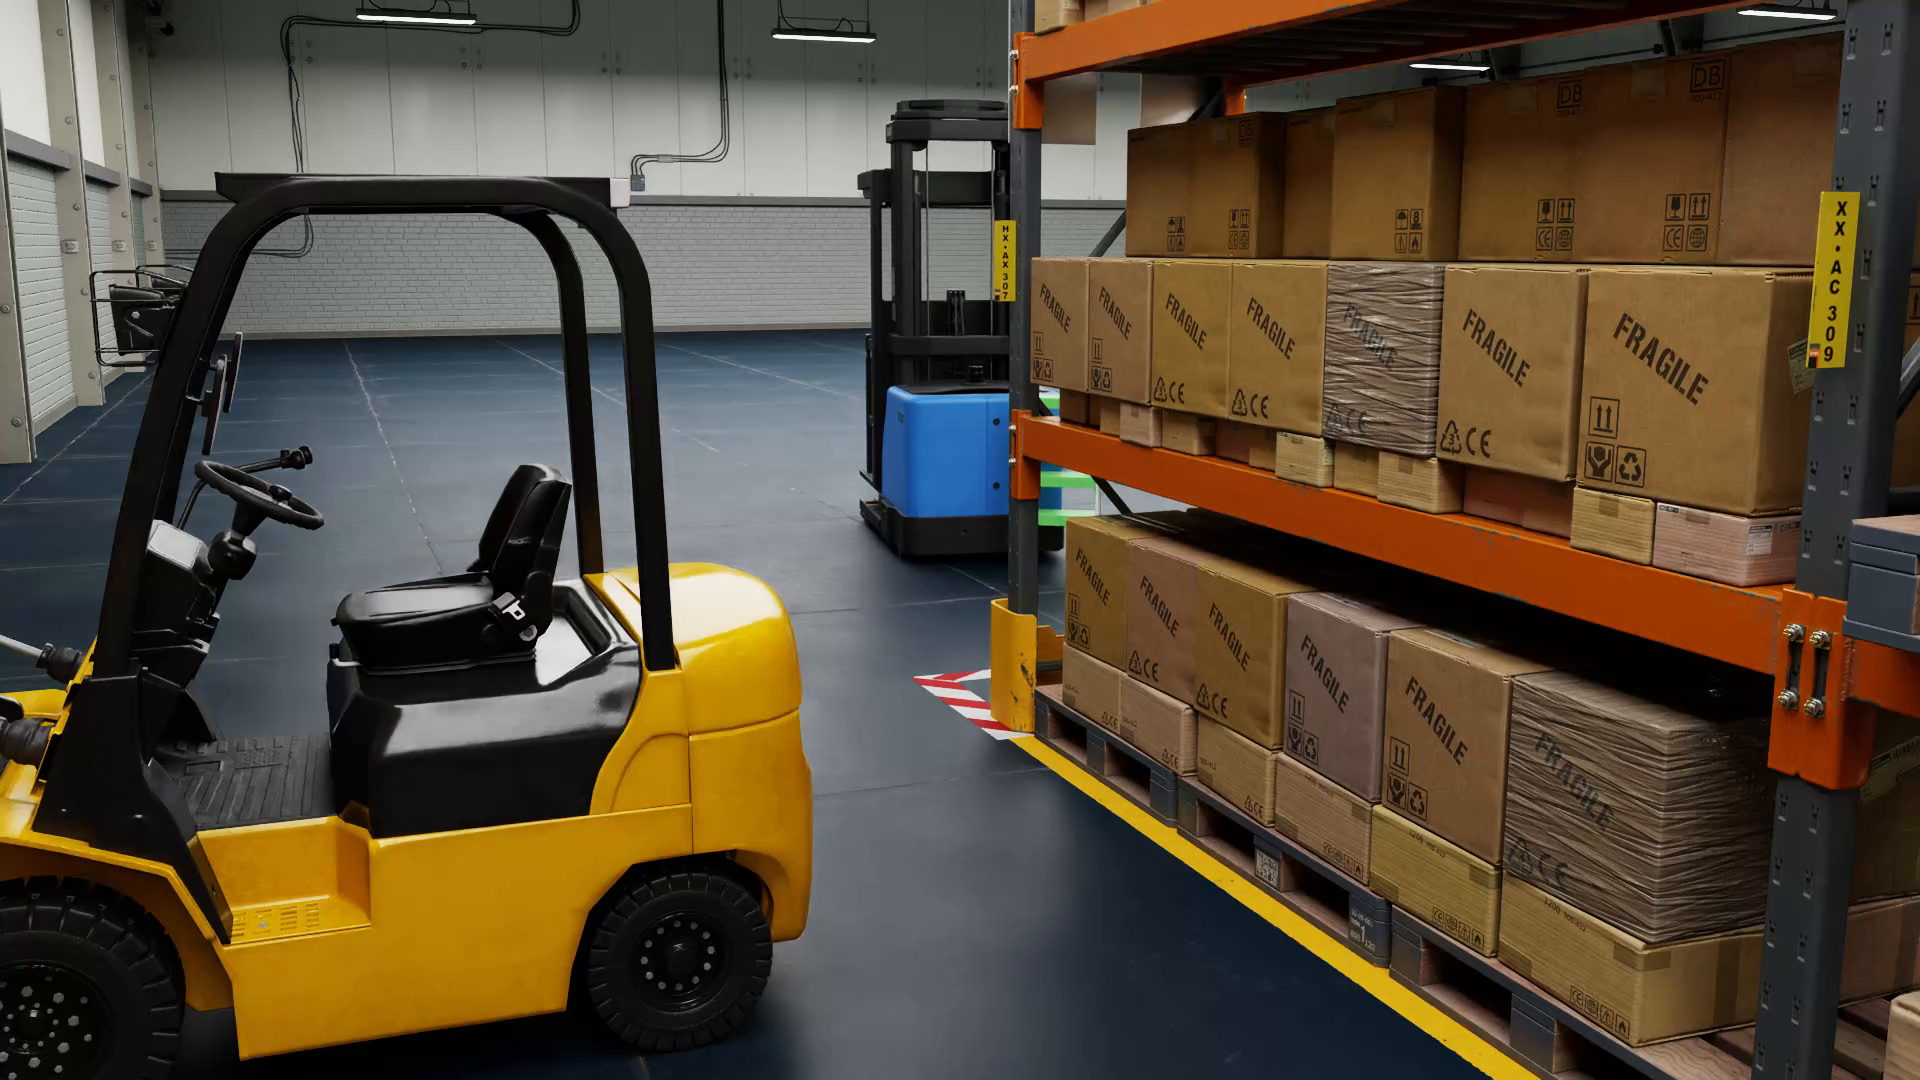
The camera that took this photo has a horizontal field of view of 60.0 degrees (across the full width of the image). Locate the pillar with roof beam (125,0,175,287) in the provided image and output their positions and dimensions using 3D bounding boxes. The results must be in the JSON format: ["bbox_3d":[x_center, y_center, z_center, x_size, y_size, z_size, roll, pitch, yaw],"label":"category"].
[{"bbox_3d":[-11.379,-8.386,32.869,9.100,9.000,0.548,-4,11,-21],"label":"pillar with roof beam"}]

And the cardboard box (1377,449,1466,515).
[{"bbox_3d":[1.370,-0.171,4.533,0.380,0.149,0.250,-4,11,-22],"label":"cardboard box"}]

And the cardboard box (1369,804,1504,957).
[{"bbox_3d":[1.475,0.885,4.529,0.500,0.250,0.500,-4,11,-22],"label":"cardboard box"}]

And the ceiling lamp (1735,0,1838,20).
[{"bbox_3d":[14.046,-10.553,28.385,2.000,3.185,0.800,-4,11,-21],"label":"ceiling lamp"}]

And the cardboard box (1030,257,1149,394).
[{"bbox_3d":[0.606,-0.849,6.496,0.500,0.500,0.500,-4,11,-22],"label":"cardboard box"}]

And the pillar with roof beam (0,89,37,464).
[{"bbox_3d":[-4.856,-5.448,16.352,9.100,9.000,0.400,-4,11,-21],"label":"pillar with roof beam"}]

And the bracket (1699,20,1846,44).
[{"bbox_3d":[16.895,-10.394,33.879,0.076,0.066,4.783,-4,11,-21],"label":"bracket"}]

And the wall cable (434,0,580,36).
[{"bbox_3d":[-9.821,-12.243,36.009,3.097,2.526,0.112,-4,11,-21],"label":"wall cable"}]

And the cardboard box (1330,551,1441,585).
[{"bbox_3d":[1.594,0.311,5.617,0.500,0.500,0.500,-4,11,-22],"label":"cardboard box"}]

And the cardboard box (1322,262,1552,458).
[{"bbox_3d":[1.364,-0.516,4.622,0.500,0.500,0.500,-4,11,-19],"label":"cardboard box"}]

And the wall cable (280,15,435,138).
[{"bbox_3d":[-12.705,-9.807,35.303,3.097,2.526,0.112,-4,11,-21],"label":"wall cable"}]

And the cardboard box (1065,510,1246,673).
[{"bbox_3d":[0.736,0.182,6.342,0.500,0.500,0.500,-4,11,-23],"label":"cardboard box"}]

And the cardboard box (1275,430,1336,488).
[{"bbox_3d":[1.178,-0.254,5.002,0.380,0.149,0.250,-4,11,-20],"label":"cardboard box"}]

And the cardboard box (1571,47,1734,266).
[{"bbox_3d":[2.020,-0.954,4.229,0.700,0.500,0.500,-4,11,-21],"label":"cardboard box"}]

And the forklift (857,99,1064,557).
[{"bbox_3d":[-0.121,-1.550,11.765,1.130,2.935,3.031,-2,10,-11],"label":"forklift"}]

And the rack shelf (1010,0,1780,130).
[{"bbox_3d":[1.417,-1.545,5.029,1.077,0.370,4.000,-4,11,-21],"label":"rack shelf"}]

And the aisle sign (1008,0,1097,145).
[{"bbox_3d":[0.381,-2.019,6.783,0.394,0.787,0.004,-4,11,-21],"label":"aisle sign"}]

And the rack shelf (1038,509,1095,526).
[{"bbox_3d":[0.615,-0.107,10.328,0.480,0.148,0.258,2,10,11],"label":"rack shelf"}]

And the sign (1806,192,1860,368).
[{"bbox_3d":[1.639,-0.486,3.117,0.100,0.325,0.005,-4,11,-21],"label":"sign"}]

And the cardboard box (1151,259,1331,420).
[{"bbox_3d":[0.982,-0.682,5.555,0.500,0.500,0.500,-4,11,-22],"label":"cardboard box"}]

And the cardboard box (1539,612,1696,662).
[{"bbox_3d":[1.975,0.482,4.657,0.500,0.500,0.500,-3,11,-19],"label":"cardboard box"}]

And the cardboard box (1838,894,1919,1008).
[{"bbox_3d":[2.180,0.938,4.236,0.500,0.250,0.500,-4,11,-24],"label":"cardboard box"}]

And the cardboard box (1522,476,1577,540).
[{"bbox_3d":[1.623,-0.093,4.096,0.380,0.149,0.250,-4,11,-21],"label":"cardboard box"}]

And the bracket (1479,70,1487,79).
[{"bbox_3d":[13.486,-11.929,42.510,0.235,0.232,0.430,-4,11,-21],"label":"bracket"}]

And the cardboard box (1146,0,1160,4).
[{"bbox_3d":[0.865,-1.906,5.721,0.380,0.149,0.250,-4,11,-21],"label":"cardboard box"}]

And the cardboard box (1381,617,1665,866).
[{"bbox_3d":[1.491,0.520,4.445,0.500,0.500,0.500,-4,11,-20],"label":"cardboard box"}]

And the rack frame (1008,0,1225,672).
[{"bbox_3d":[0.692,-0.749,7.064,1.000,3.000,0.127,-4,11,-21],"label":"rack frame"}]

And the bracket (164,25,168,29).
[{"bbox_3d":[-15.856,-10.266,33.158,0.076,0.066,3.189,-4,11,-21],"label":"bracket"}]

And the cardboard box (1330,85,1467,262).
[{"bbox_3d":[1.590,-1.117,5.145,0.700,0.500,0.500,-4,11,-21],"label":"cardboard box"}]

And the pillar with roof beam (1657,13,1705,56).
[{"bbox_3d":[12.129,-8.859,35.530,9.100,9.000,0.548,-4,11,-21],"label":"pillar with roof beam"}]

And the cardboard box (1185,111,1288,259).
[{"bbox_3d":[1.257,-1.284,6.084,0.700,0.500,0.500,-4,11,-20],"label":"cardboard box"}]

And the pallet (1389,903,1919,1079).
[{"bbox_3d":[1.866,1.170,4.242,1.003,0.211,1.213,-4,11,-21],"label":"pallet"}]

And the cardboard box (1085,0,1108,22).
[{"bbox_3d":[0.689,-1.990,6.194,0.380,0.149,0.250,-4,11,-23],"label":"cardboard box"}]

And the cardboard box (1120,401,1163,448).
[{"bbox_3d":[0.797,-0.423,5.952,0.380,0.149,0.250,-4,11,-20],"label":"cardboard box"}]

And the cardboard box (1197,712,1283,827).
[{"bbox_3d":[1.114,0.720,5.462,0.500,0.250,0.500,-3,11,-17],"label":"cardboard box"}]

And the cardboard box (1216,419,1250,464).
[{"bbox_3d":[1.074,-0.344,5.506,0.380,0.149,0.250,-4,11,-19],"label":"cardboard box"}]

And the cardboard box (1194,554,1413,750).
[{"bbox_3d":[1.104,0.350,5.401,0.500,0.500,0.500,-4,11,-20],"label":"cardboard box"}]

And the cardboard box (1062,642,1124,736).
[{"bbox_3d":[0.727,0.547,6.429,0.500,0.250,0.500,-4,11,-21],"label":"cardboard box"}]

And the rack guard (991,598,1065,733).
[{"bbox_3d":[0.720,0.494,7.213,1.175,0.500,0.348,-4,11,-21],"label":"rack guard"}]

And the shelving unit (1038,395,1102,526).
[{"bbox_3d":[0.615,-0.406,10.275,0.503,1.200,0.258,2,10,11],"label":"shelving unit"}]

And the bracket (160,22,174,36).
[{"bbox_3d":[-16.070,-10.362,33.700,0.235,0.232,0.430,-4,11,-21],"label":"bracket"}]

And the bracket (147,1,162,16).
[{"bbox_3d":[-14.910,-9.840,30.763,0.235,0.232,0.430,-4,11,-21],"label":"bracket"}]

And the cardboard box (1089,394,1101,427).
[{"bbox_3d":[0.728,-0.516,6.474,0.380,0.149,0.250,-4,11,-20],"label":"cardboard box"}]

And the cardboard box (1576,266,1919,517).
[{"bbox_3d":[1.749,-0.348,3.678,0.500,0.500,0.500,-4,11,-22],"label":"cardboard box"}]

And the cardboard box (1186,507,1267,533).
[{"bbox_3d":[1.226,0.143,6.560,0.500,0.500,0.500,-4,11,-21],"label":"cardboard box"}]

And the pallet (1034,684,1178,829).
[{"bbox_3d":[0.981,0.771,6.481,1.003,0.211,1.213,-4,11,-21],"label":"pallet"}]

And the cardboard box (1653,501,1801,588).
[{"bbox_3d":[1.741,-0.005,3.602,0.380,0.149,0.250,-4,11,-21],"label":"cardboard box"}]

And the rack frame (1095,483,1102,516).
[{"bbox_3d":[0.855,-0.398,10.229,0.015,1.200,0.240,2,10,11],"label":"rack frame"}]

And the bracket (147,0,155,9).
[{"bbox_3d":[-13.977,-9.419,28.399,0.076,0.066,4.783,-4,11,-21],"label":"bracket"}]

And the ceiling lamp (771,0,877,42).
[{"bbox_3d":[-2.677,-11.126,31.607,2.000,3.185,0.800,-4,11,-21],"label":"ceiling lamp"}]
